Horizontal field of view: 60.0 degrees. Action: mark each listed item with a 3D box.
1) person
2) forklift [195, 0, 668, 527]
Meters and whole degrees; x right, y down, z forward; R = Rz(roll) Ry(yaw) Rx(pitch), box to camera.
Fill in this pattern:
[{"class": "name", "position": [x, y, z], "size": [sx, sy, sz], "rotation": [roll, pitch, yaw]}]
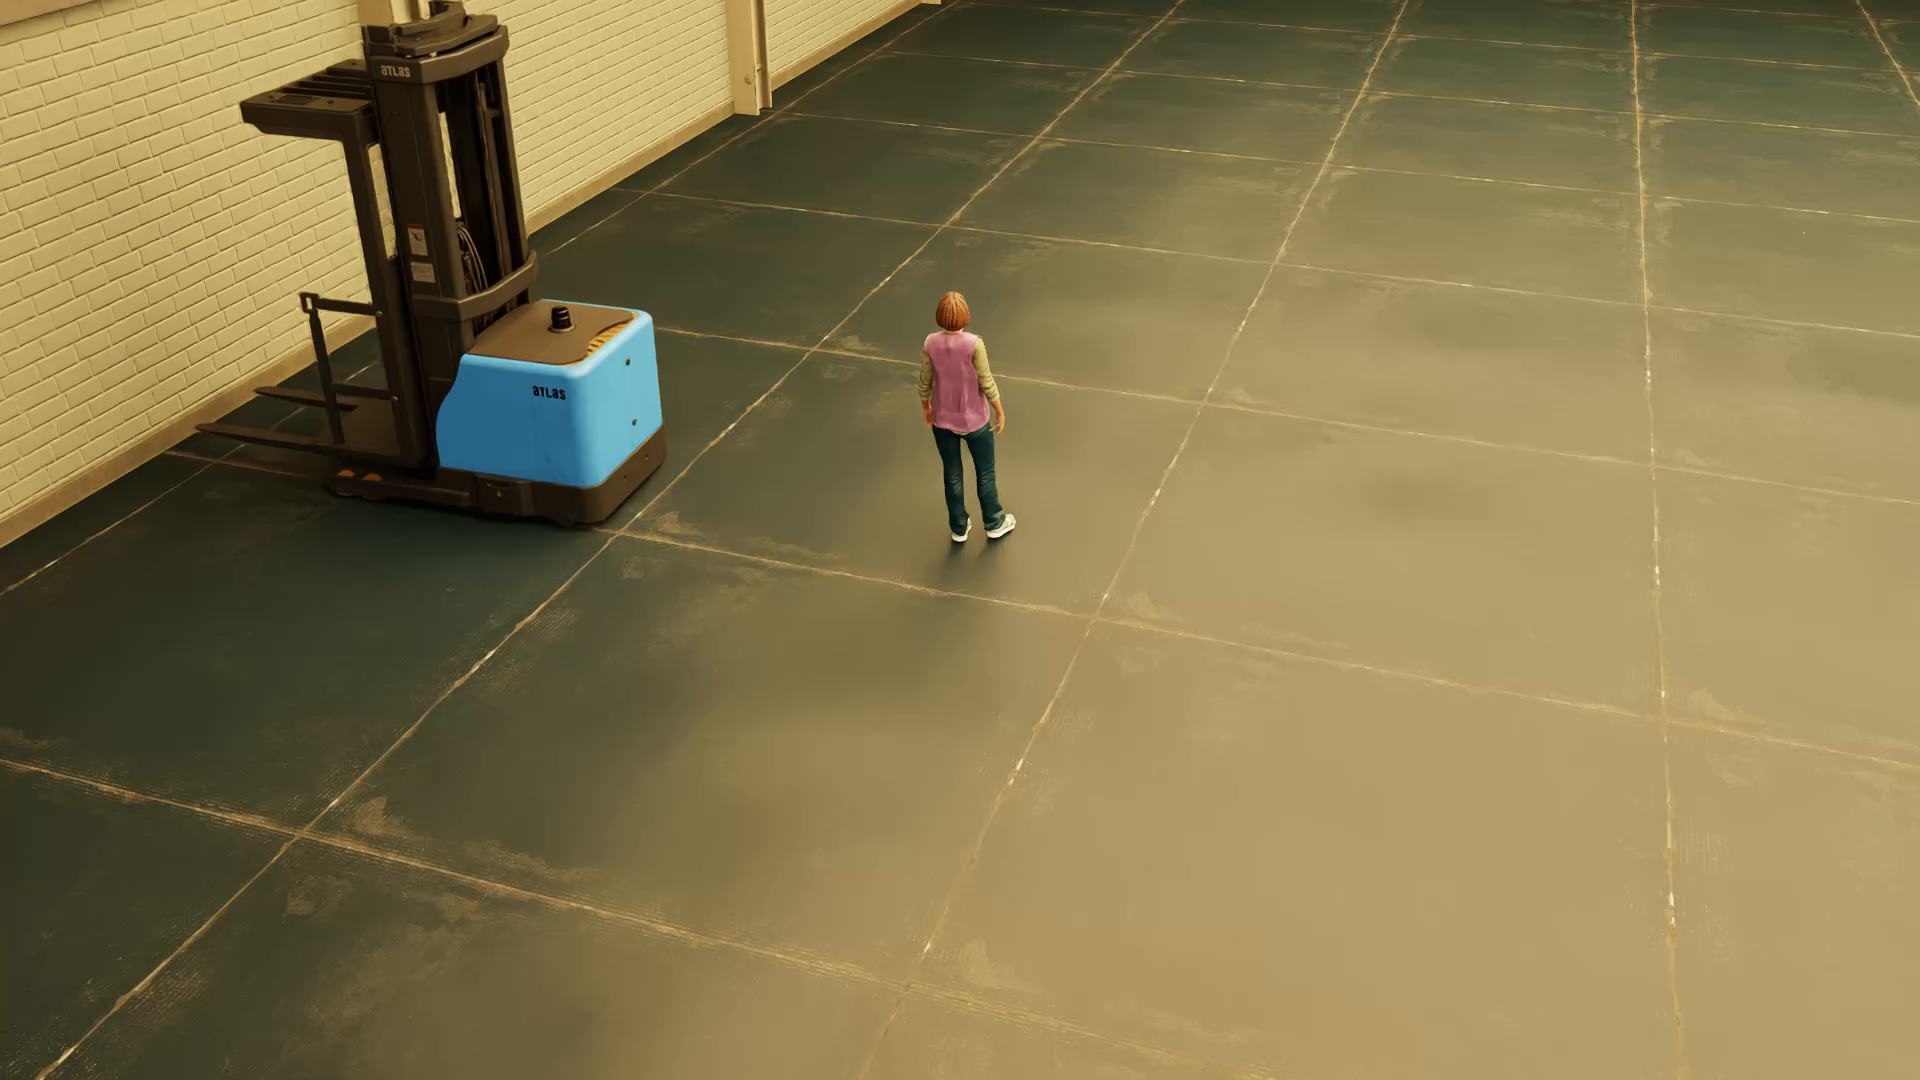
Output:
[{"class": "person", "position": [0.037, -0.733, 9.755], "size": [0.521, 1.599, 0.473], "rotation": [10, 31, 16]}, {"class": "forklift", "position": [-3.495, -1.763, 10.230], "size": [3.031, 2.935, 1.130], "rotation": [8, 31, 14]}]
